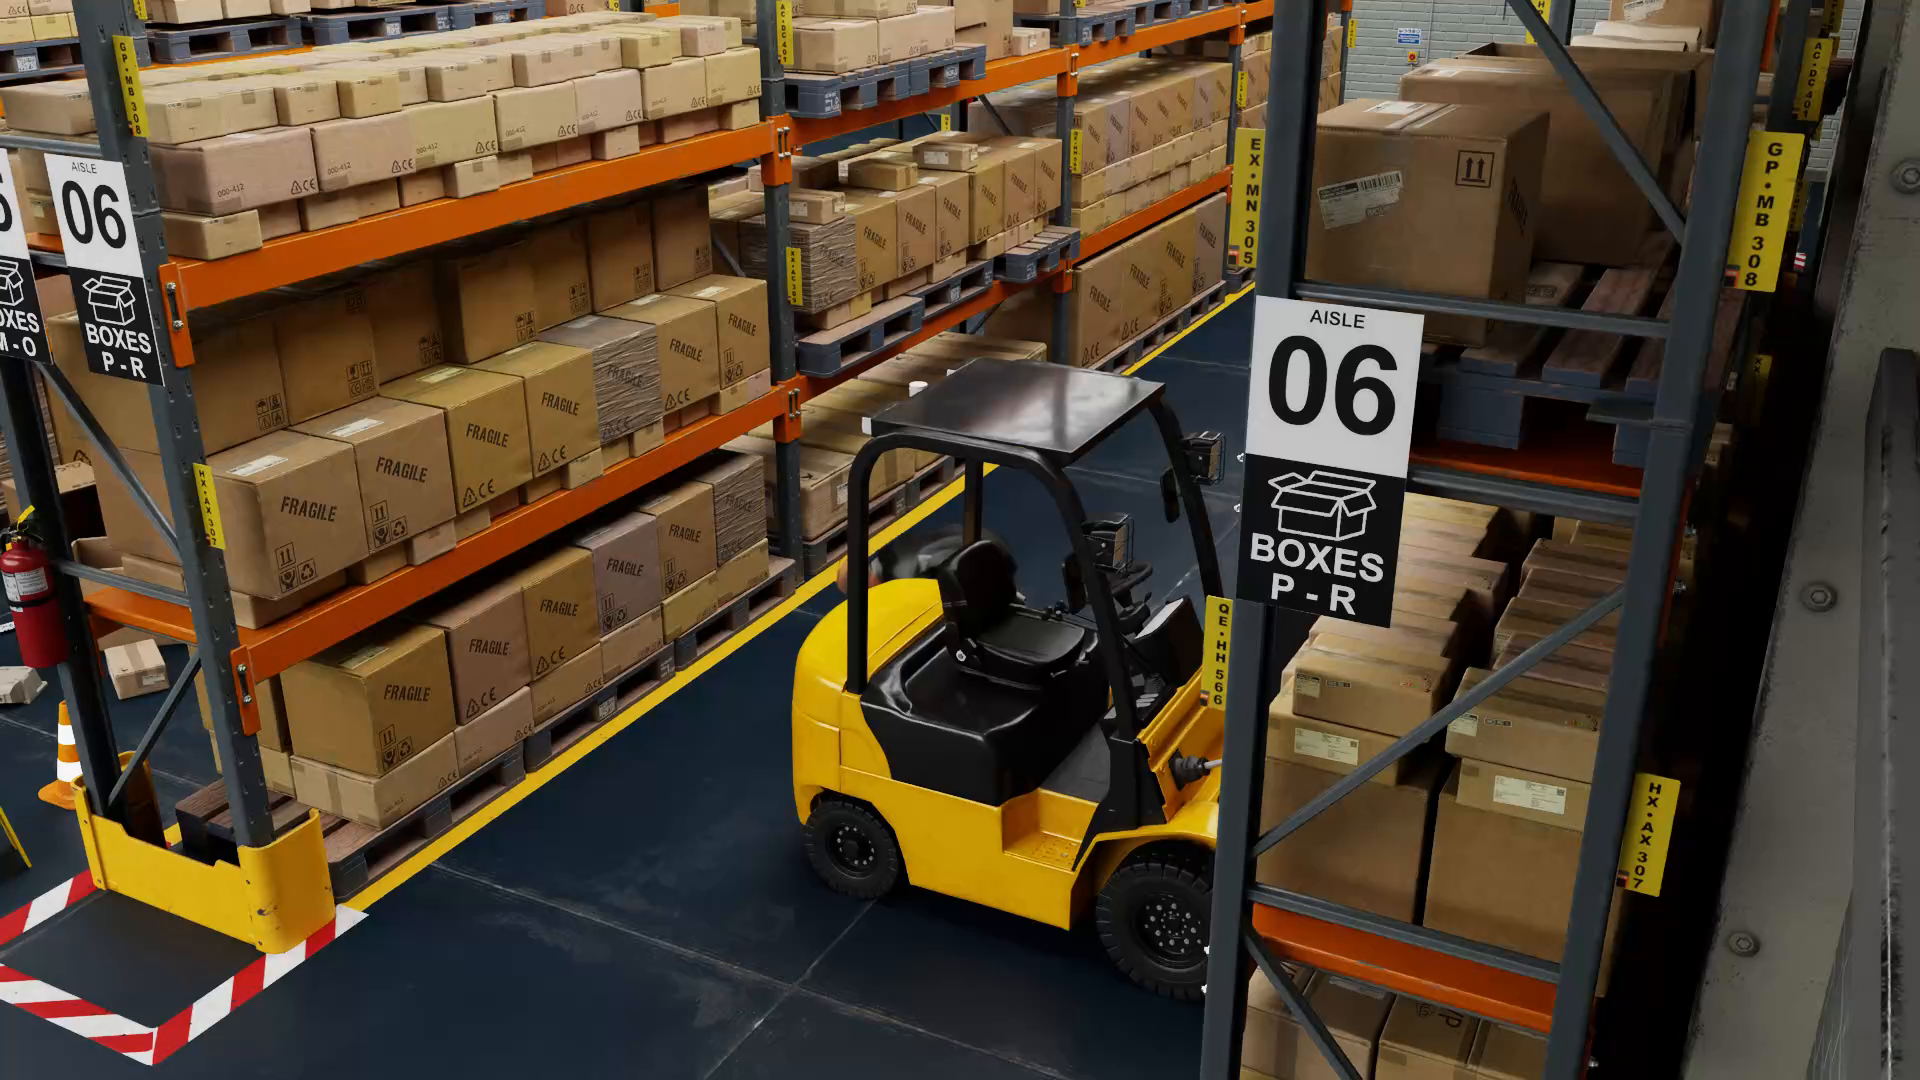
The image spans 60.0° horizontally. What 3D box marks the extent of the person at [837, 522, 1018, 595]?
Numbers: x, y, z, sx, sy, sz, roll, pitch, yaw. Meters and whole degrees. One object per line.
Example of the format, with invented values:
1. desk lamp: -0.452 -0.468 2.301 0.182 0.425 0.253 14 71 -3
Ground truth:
1. person: -0.177 0.348 8.920 0.951 0.885 0.506 -2 23 -4
